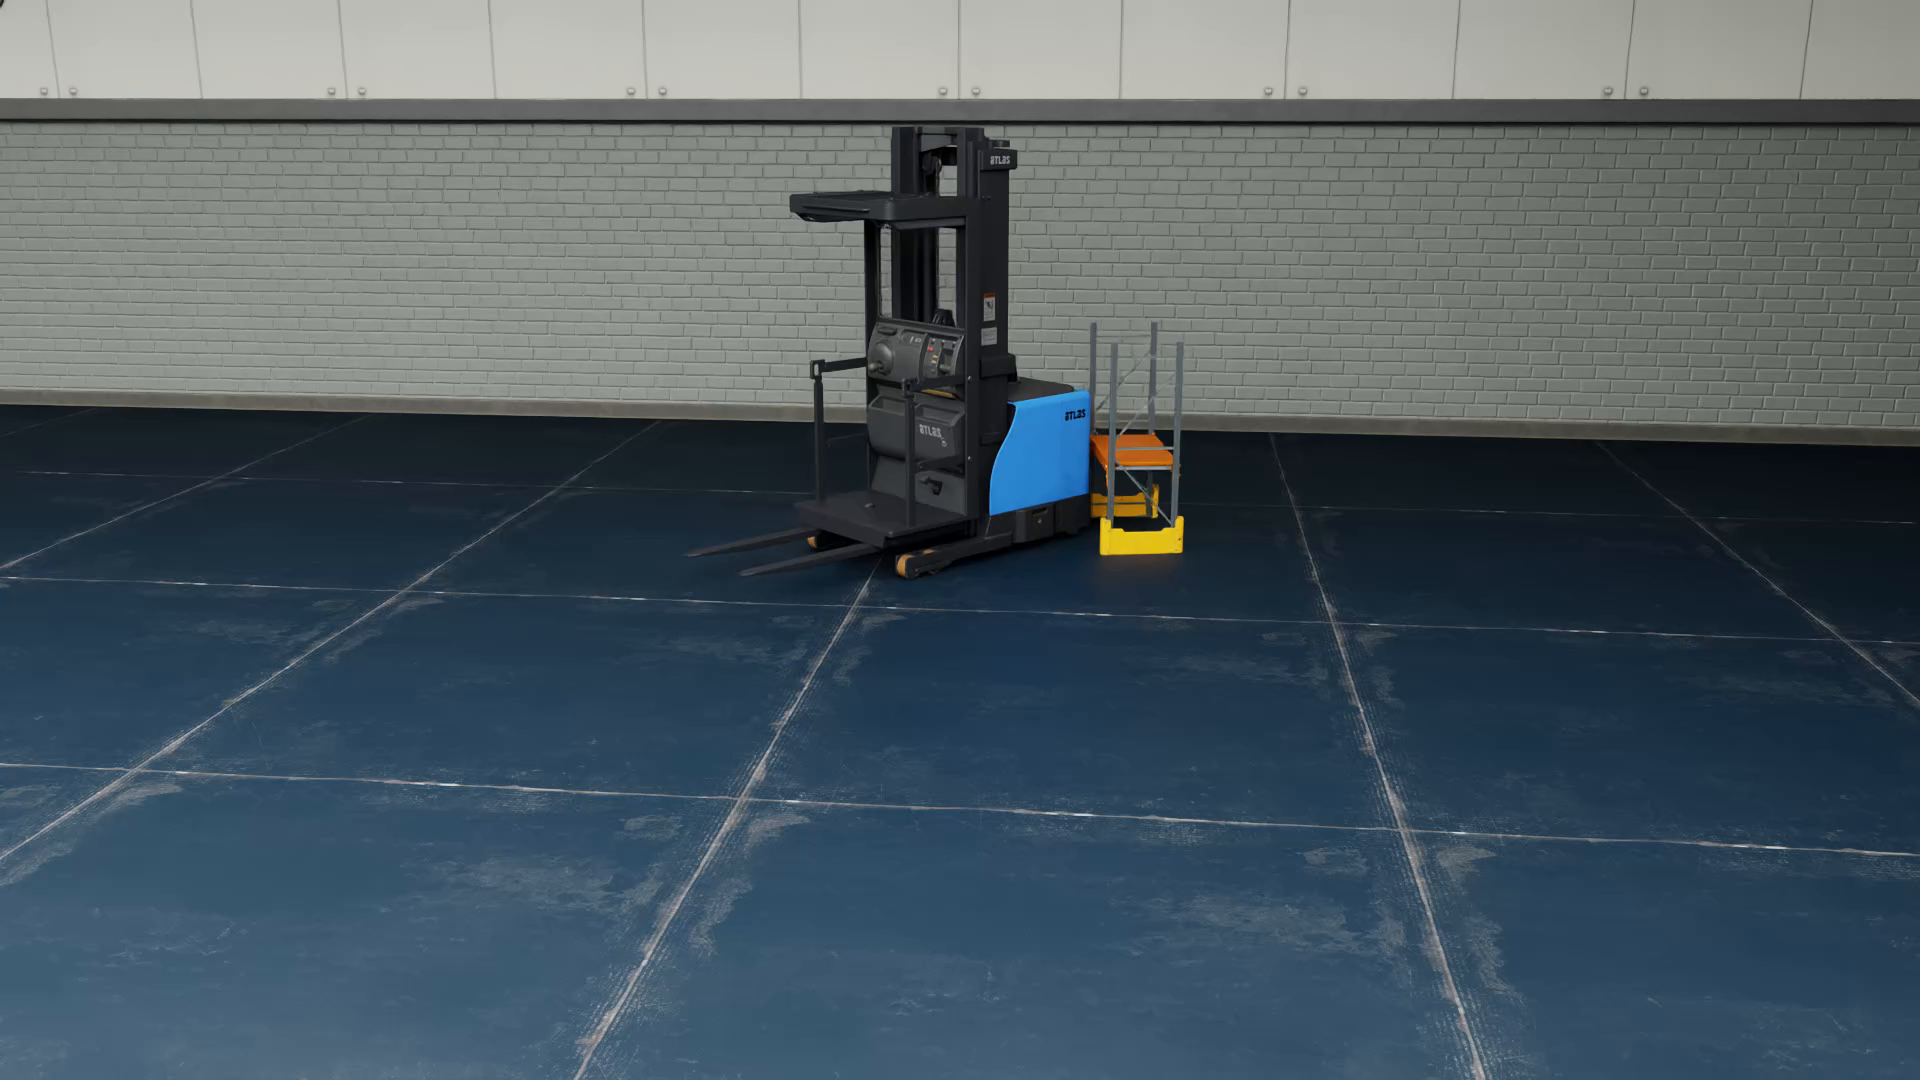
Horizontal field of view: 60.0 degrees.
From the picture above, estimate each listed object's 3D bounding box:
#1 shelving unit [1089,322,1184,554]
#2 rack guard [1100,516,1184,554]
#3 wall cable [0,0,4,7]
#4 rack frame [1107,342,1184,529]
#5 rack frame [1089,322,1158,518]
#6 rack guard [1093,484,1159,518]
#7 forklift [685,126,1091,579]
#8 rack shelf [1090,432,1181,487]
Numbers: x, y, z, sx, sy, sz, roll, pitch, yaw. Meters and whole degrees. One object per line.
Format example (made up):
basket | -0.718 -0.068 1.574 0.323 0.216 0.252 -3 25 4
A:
shelving unit | 1.260 -0.768 12.130 0.587 1.500 1.083 -1 15 -3
rack guard | 1.292 -0.035 11.814 0.587 0.250 0.087 -1 15 -3
wall cable | -10.445 -7.409 15.809 2.305 6.003 0.169 2 15 6
rack frame | 1.292 -0.638 11.649 0.500 1.500 0.032 -1 15 -3
rack frame | 1.228 -0.903 12.629 0.500 1.500 0.032 -1 15 -3
rack guard | 1.229 -0.295 12.773 0.587 0.250 0.087 -1 15 -3
forklift | -0.465 -1.306 11.375 3.031 2.935 1.130 -13 20 -40
rack shelf | 1.260 -0.597 12.186 0.538 0.185 1.000 -1 15 -3
